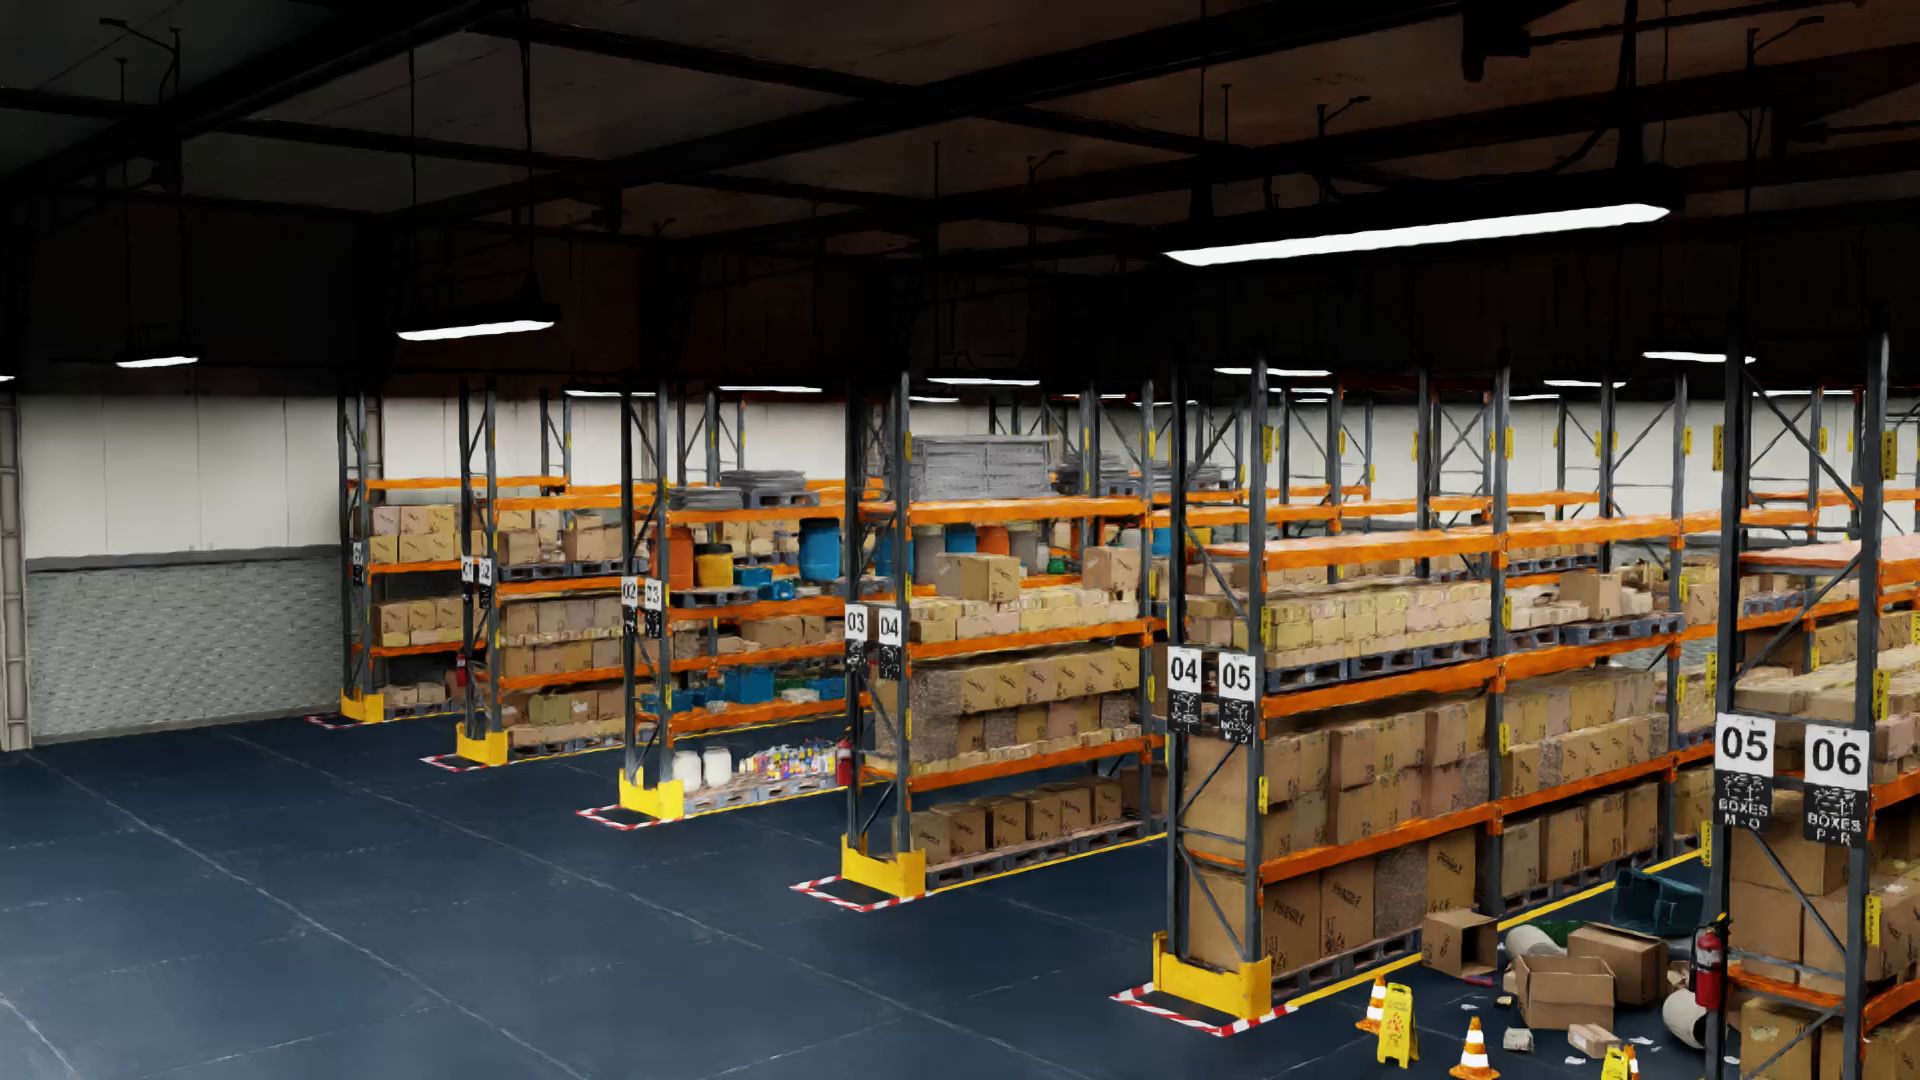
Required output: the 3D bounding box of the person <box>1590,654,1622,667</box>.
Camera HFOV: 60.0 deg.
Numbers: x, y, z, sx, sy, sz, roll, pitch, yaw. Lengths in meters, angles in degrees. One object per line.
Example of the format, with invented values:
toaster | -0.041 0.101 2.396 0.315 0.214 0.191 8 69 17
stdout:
person | 10.451 2.537 26.995 1.121 1.691 0.577 -3 5 -40
